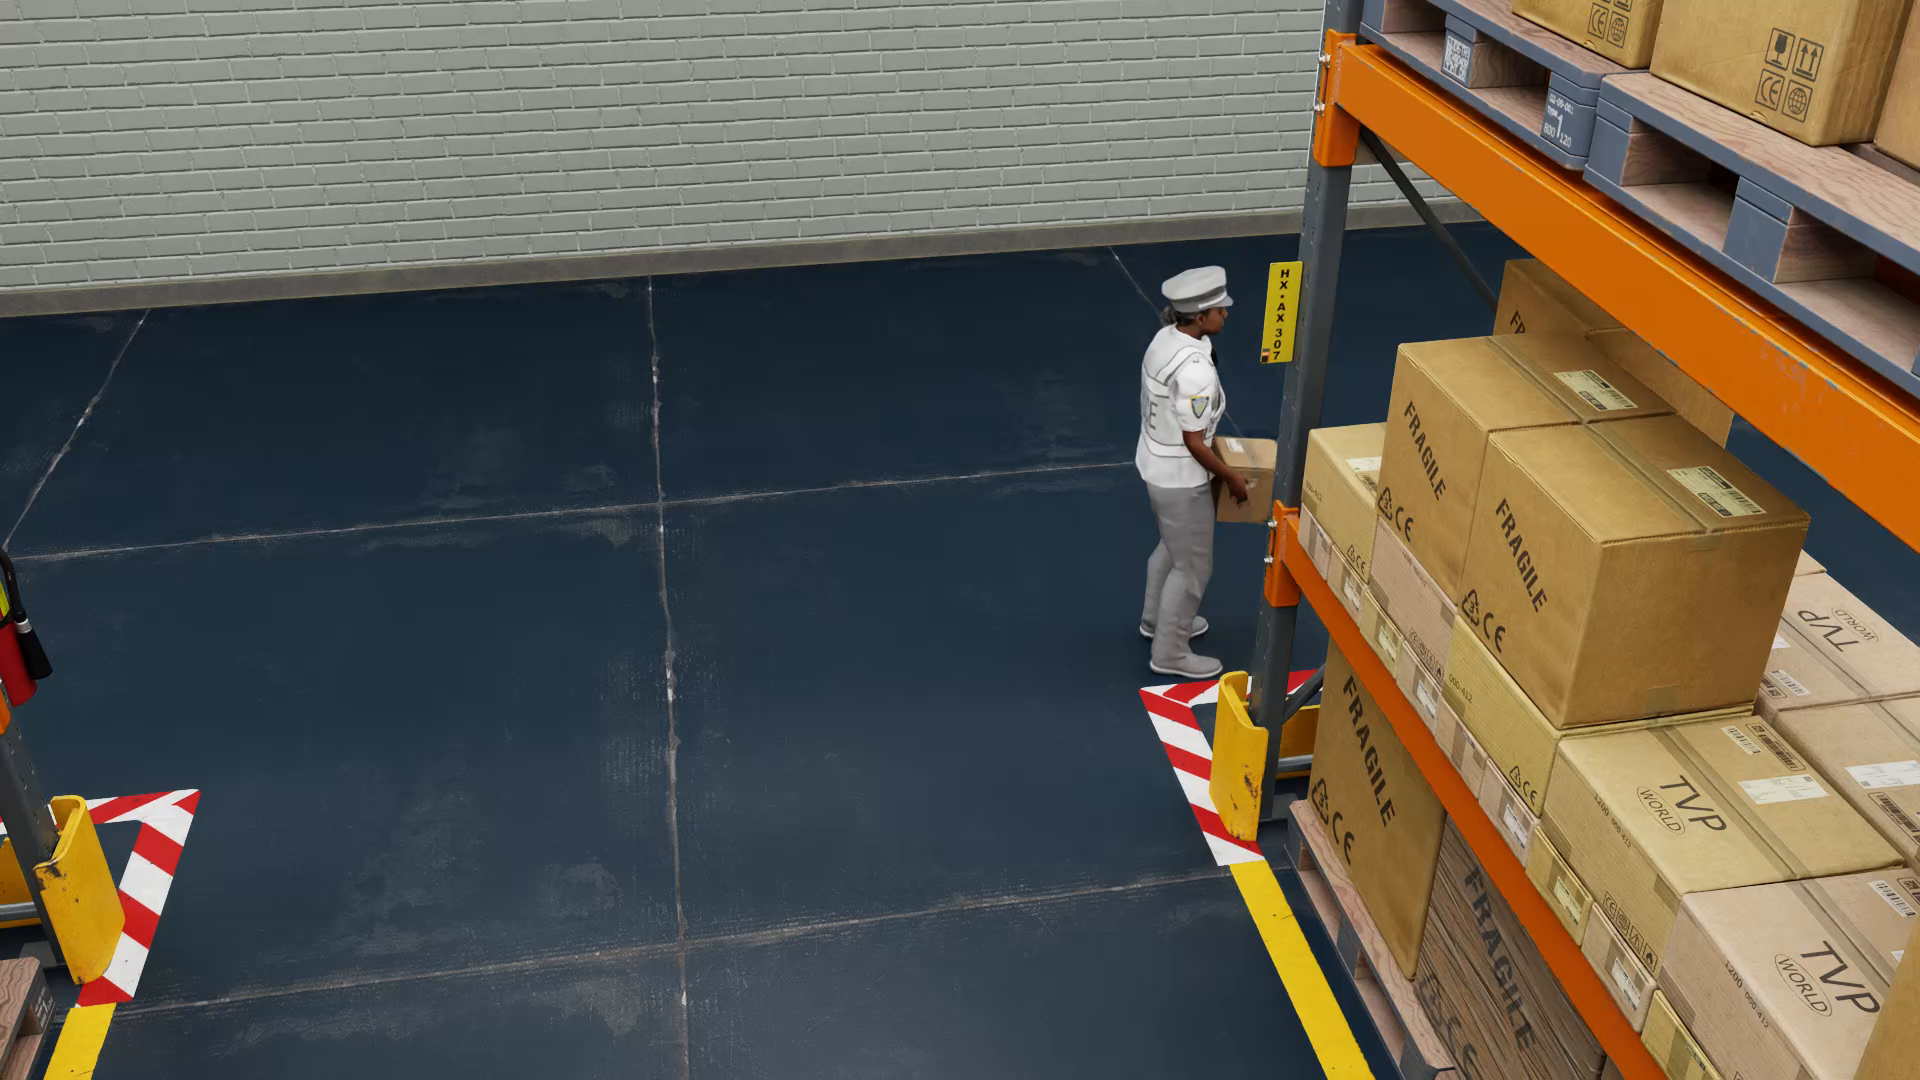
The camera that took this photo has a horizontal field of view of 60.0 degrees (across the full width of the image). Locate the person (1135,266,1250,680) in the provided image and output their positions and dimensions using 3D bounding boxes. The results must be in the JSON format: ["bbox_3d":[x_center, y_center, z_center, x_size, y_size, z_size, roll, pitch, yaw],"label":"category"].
[{"bbox_3d":[0.911,-0.268,6.557,0.429,1.684,0.479,-2,31,-3],"label":"person"}]
